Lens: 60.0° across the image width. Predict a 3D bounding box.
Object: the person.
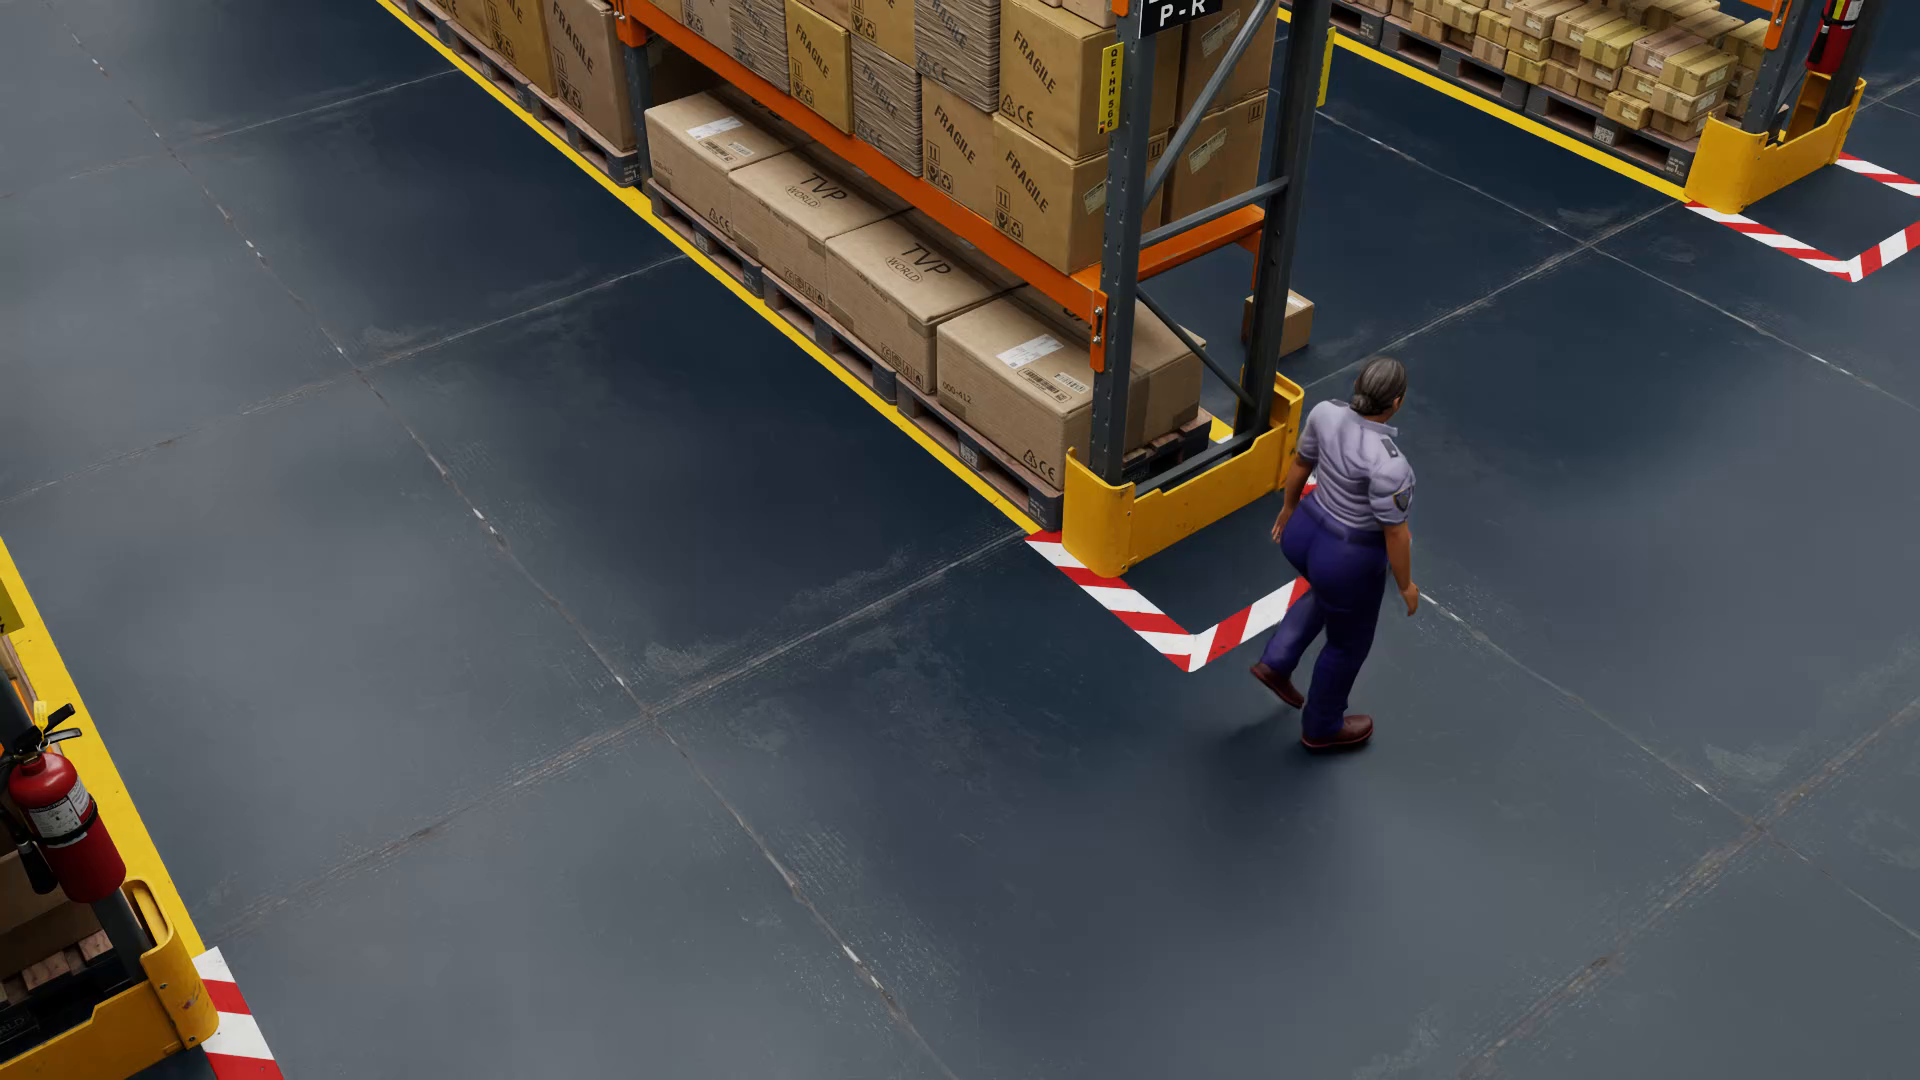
[{"bbox_3d":[1.383,0.046,6.090,0.485,1.627,0.618,-19,44,-21],"label":"person"}]
